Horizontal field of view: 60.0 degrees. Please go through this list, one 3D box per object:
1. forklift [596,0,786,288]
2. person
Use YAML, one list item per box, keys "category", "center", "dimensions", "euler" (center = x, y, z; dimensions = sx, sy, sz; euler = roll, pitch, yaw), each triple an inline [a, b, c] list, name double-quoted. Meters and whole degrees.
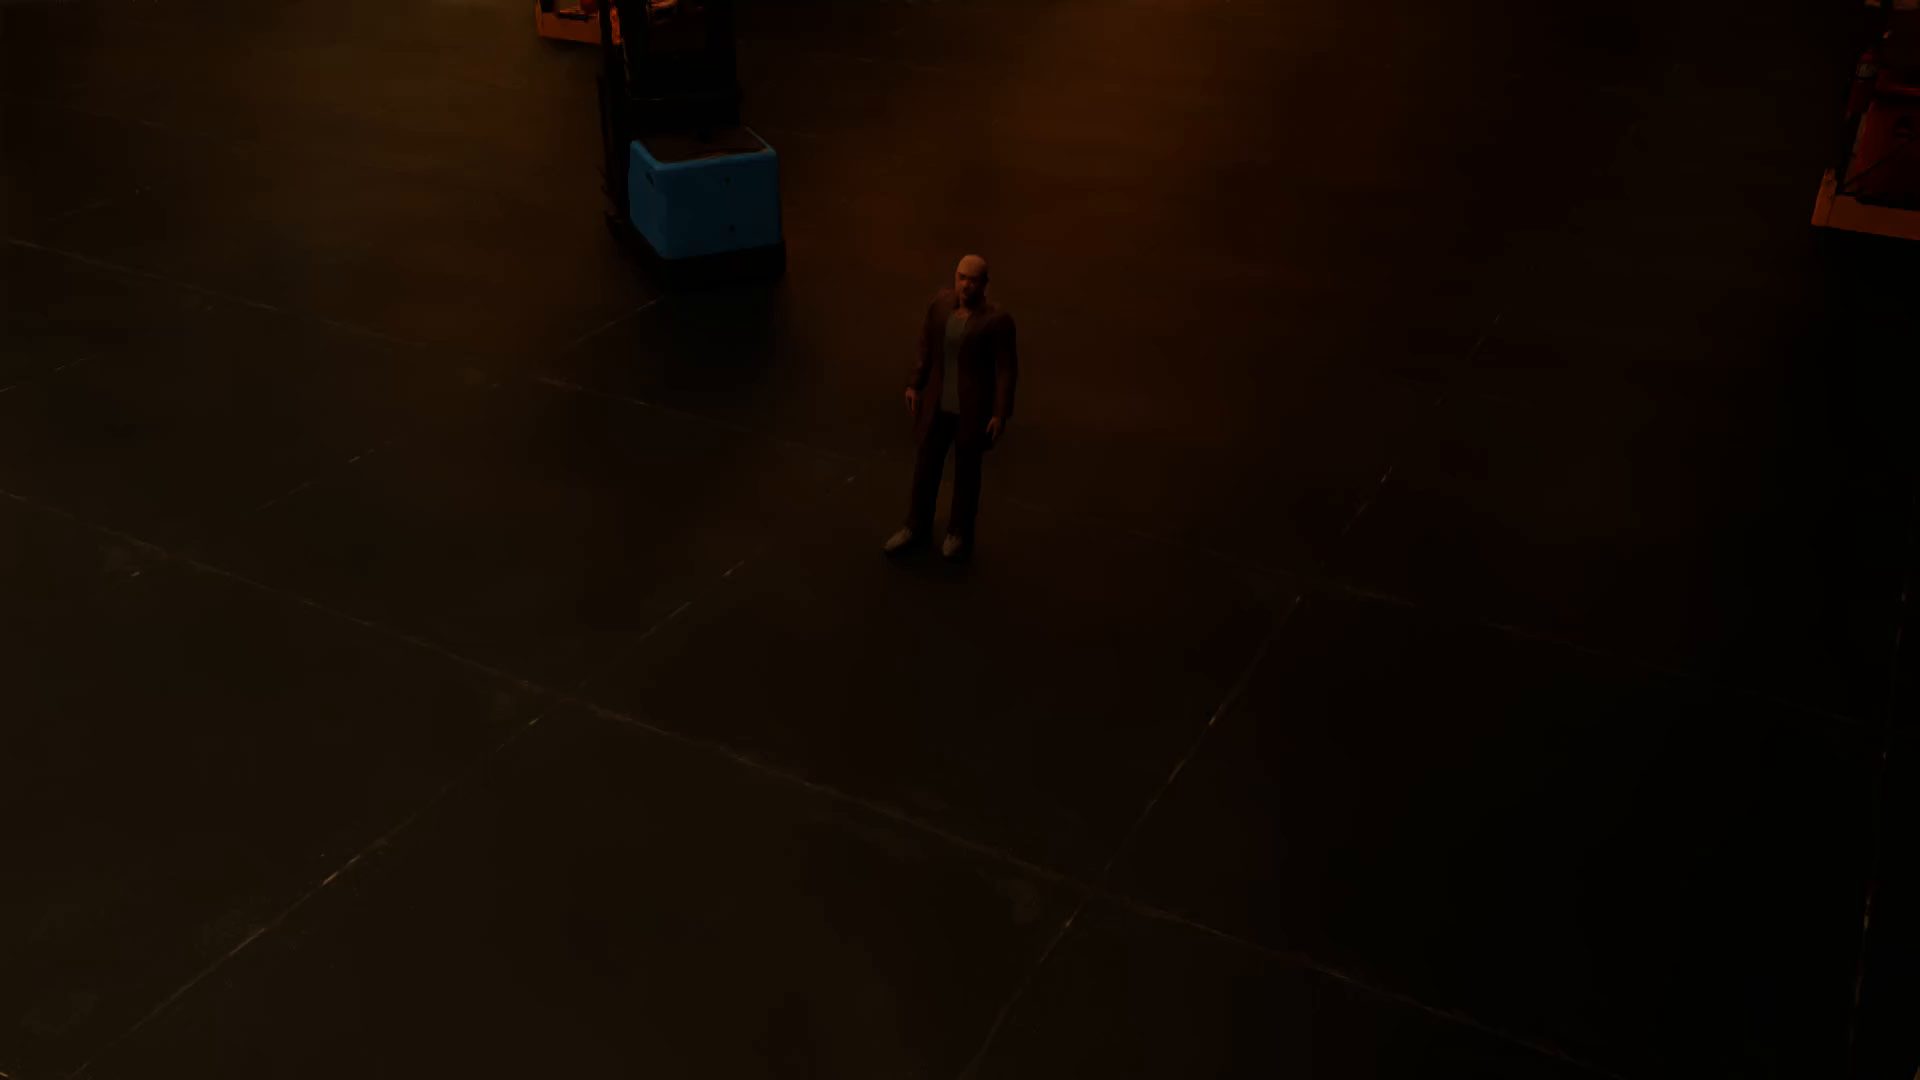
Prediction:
- category: "forklift"
  center: [-2.503, -4.016, 14.029]
  dimensions: [1.130, 2.935, 3.031]
  euler: [-13, 32, -21]
- category: "person"
  center: [-0.048, -0.738, 9.487]
  dimensions: [0.694, 1.776, 0.580]
  euler: [15, 33, 25]
